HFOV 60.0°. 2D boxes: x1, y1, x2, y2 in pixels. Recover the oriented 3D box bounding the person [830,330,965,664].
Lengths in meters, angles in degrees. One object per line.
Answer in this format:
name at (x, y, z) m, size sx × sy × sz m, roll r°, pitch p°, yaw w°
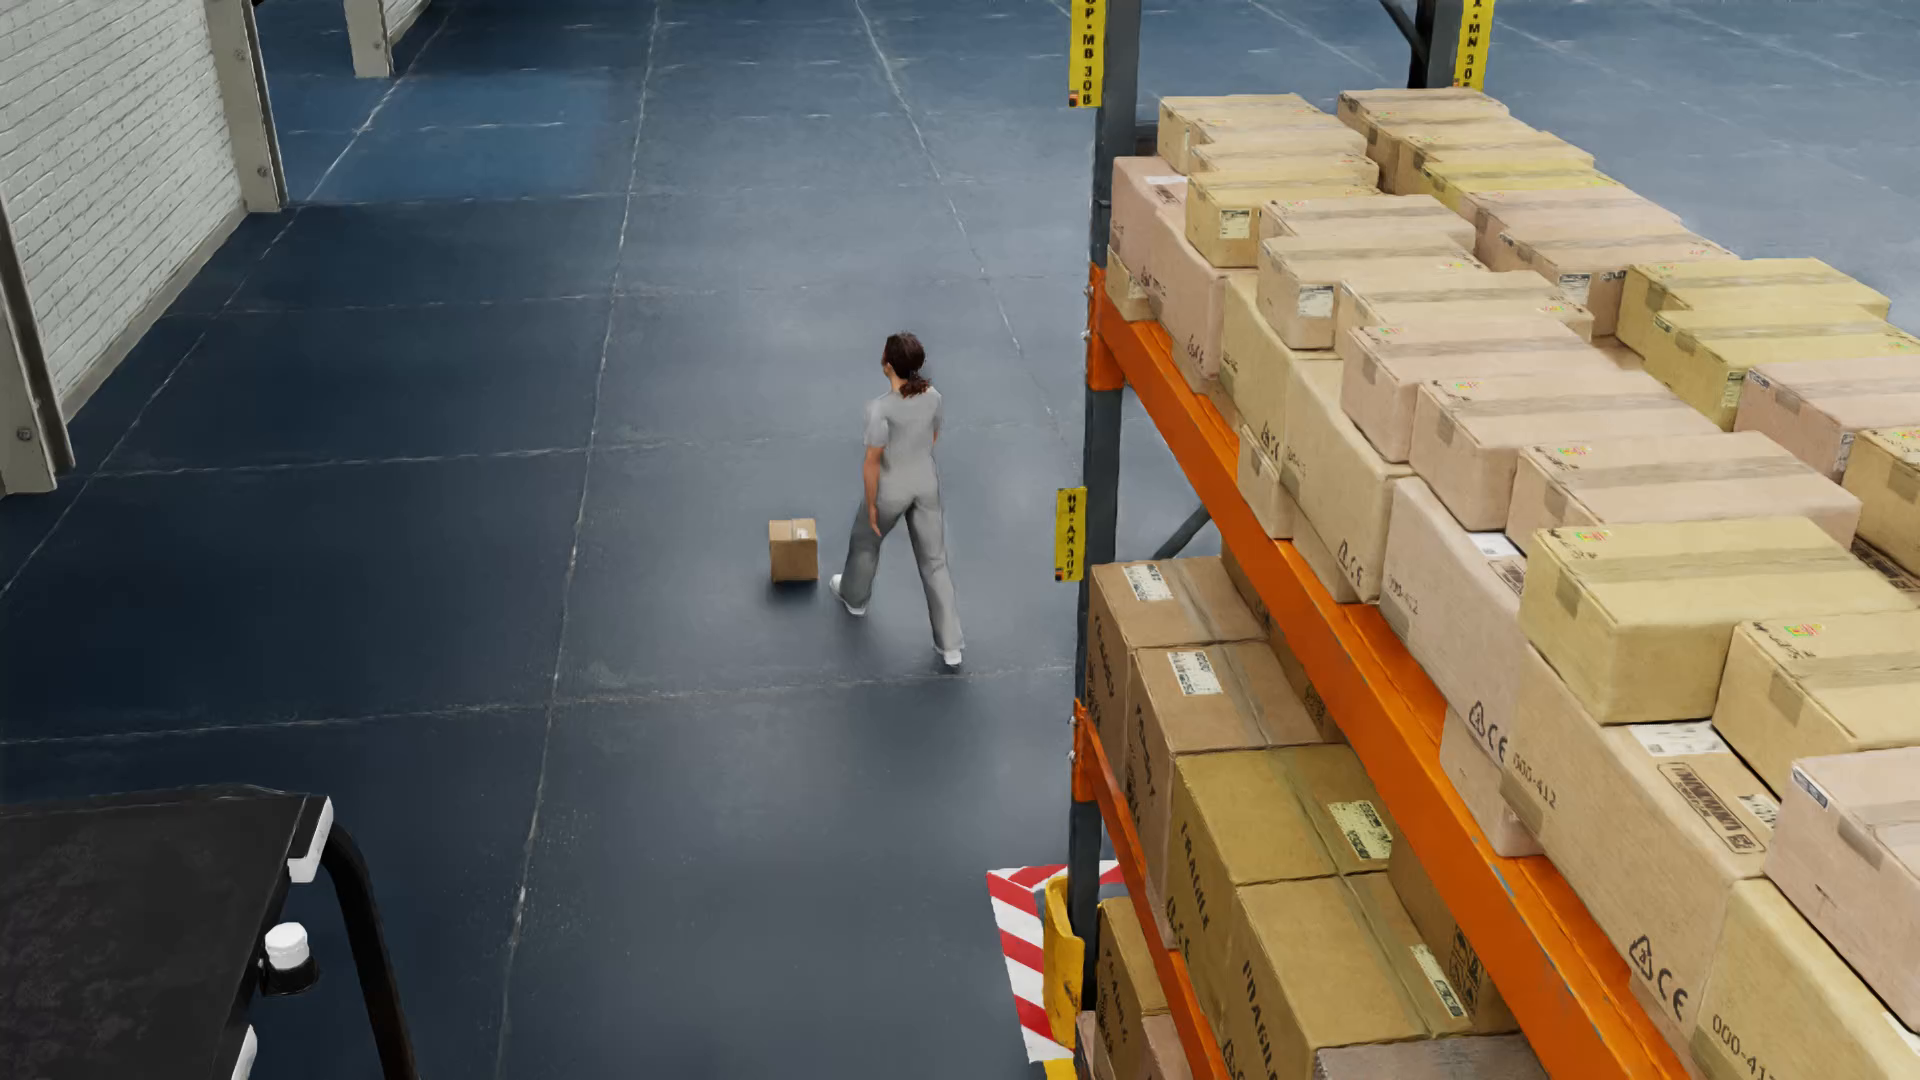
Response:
person at (-0.306, -0.258, 8.148) m, size 0.474 × 1.590 × 1.018 m, roll -14°, pitch 30°, yaw -25°
